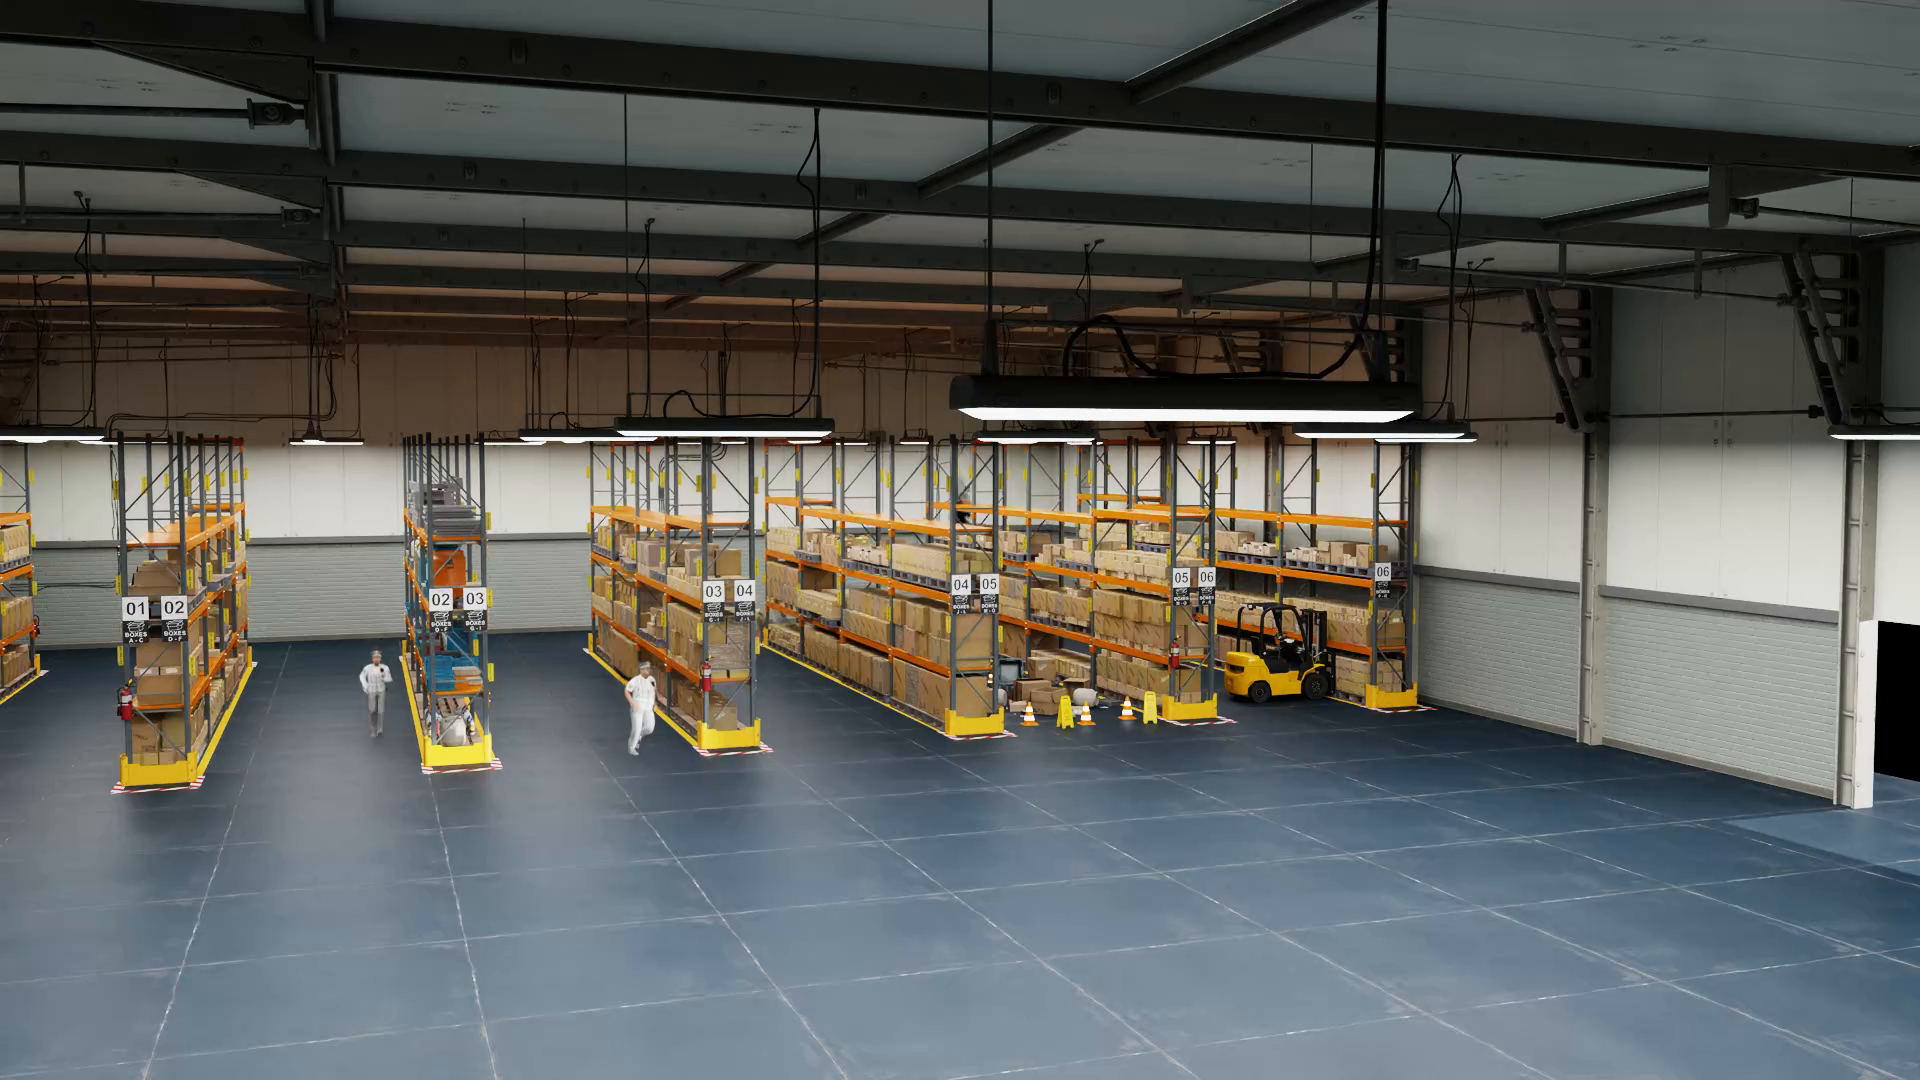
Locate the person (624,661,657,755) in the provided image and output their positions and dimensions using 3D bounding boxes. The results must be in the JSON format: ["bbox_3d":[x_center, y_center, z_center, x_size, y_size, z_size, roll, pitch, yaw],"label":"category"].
[{"bbox_3d":[-5.957,3.147,31.238,0.714,1.735,0.544,-3,4,-43],"label":"person"}]

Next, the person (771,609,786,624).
[{"bbox_3d":[-5.348,2.171,49.746,0.602,1.642,0.612,-2,4,-35],"label":"person"}]

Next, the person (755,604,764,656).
[{"bbox_3d":[-5.504,2.432,44.608,0.618,1.618,0.674,-1,3,-22],"label":"person"}]

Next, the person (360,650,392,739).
[{"bbox_3d":[-11.561,3.056,32.956,0.595,1.754,0.702,-1,3,-20],"label":"person"}]
